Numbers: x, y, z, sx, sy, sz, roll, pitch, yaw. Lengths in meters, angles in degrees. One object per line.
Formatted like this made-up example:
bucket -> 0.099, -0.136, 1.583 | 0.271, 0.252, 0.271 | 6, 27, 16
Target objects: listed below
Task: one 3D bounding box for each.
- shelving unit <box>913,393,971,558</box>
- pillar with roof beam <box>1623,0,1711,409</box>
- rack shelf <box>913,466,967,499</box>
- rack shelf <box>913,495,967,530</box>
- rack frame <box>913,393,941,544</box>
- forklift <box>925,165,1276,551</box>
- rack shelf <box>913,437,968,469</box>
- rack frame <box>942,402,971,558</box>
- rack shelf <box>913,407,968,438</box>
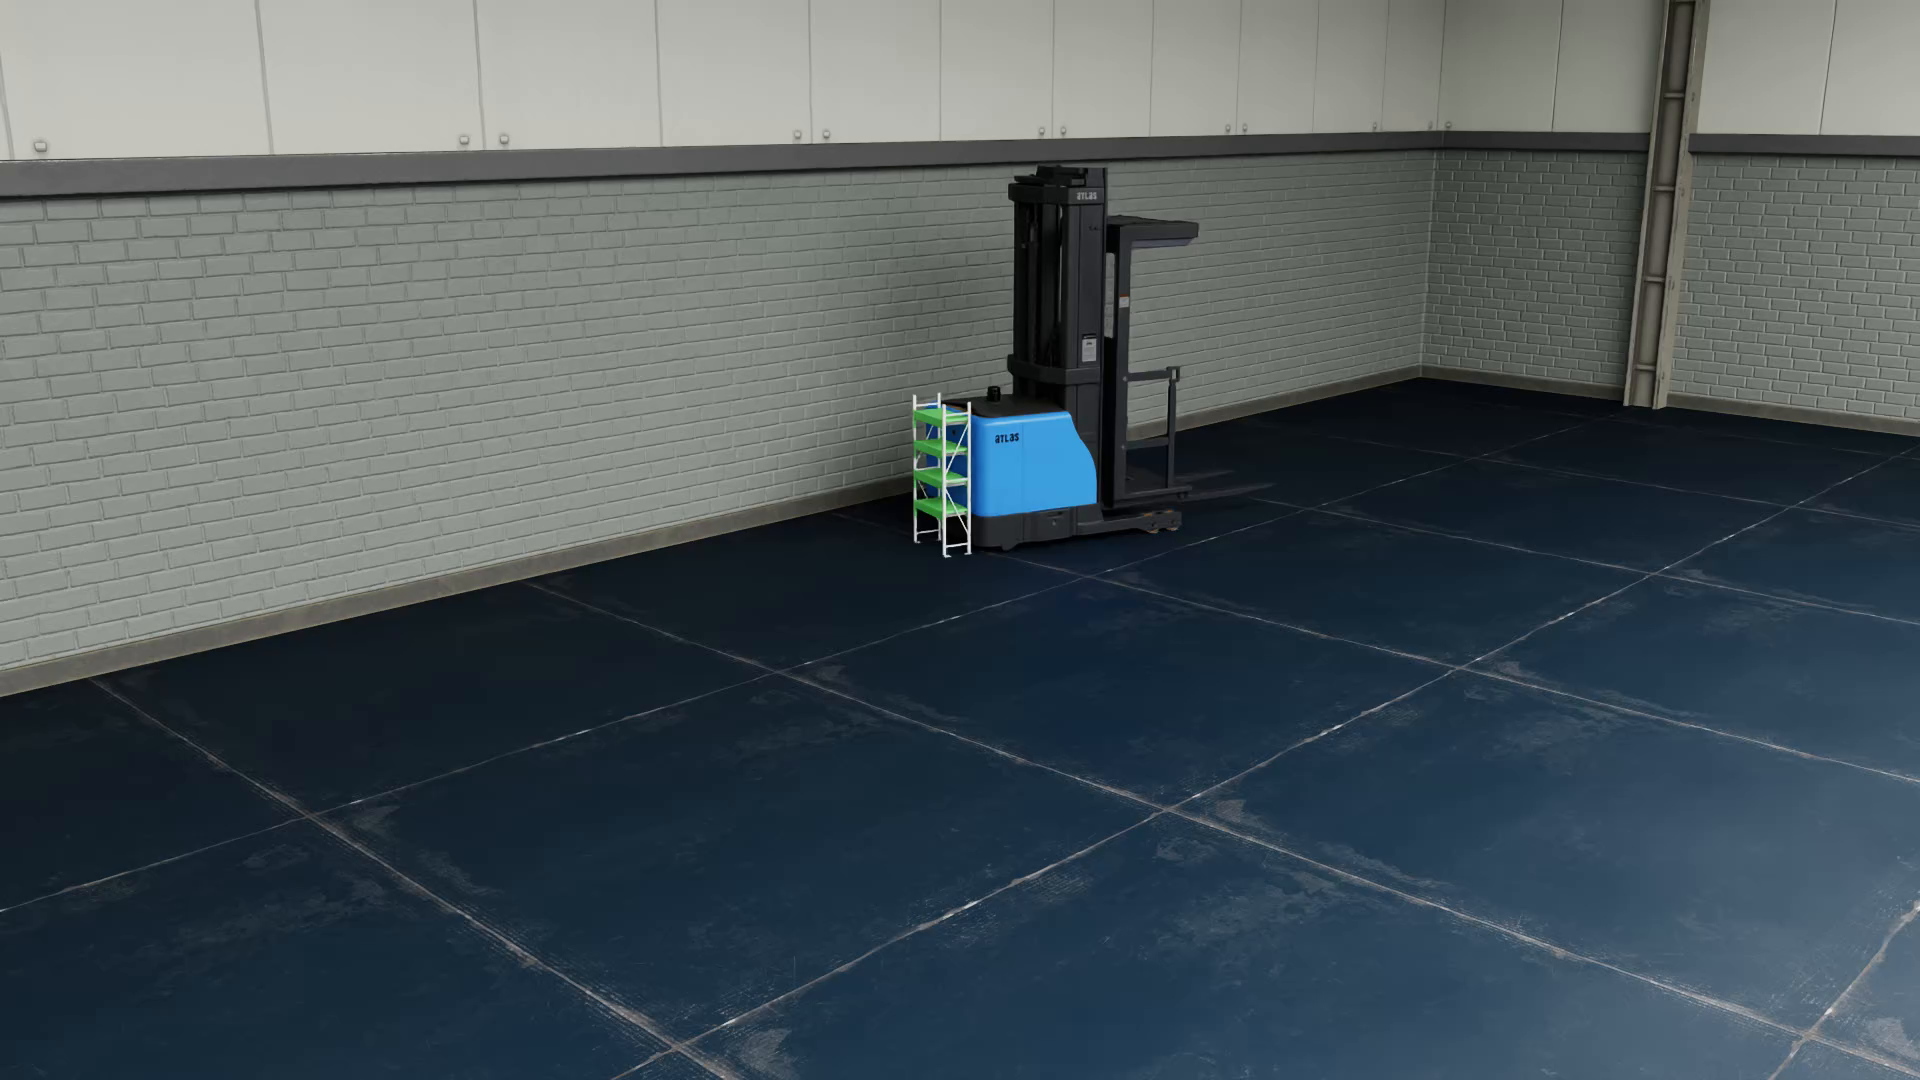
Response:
shelving unit -> -0.144, -0.513, 13.021 | 0.258, 1.200, 0.503 | -8, 17, -28
pillar with roof beam -> 5.032, -5.147, 15.339 | 0.400, 9.000, 9.100 | 14, 20, 42
rack shelf -> -0.144, -0.451, 13.037 | 0.258, 0.148, 0.480 | -8, 17, -28
rack shelf -> -0.144, -0.219, 13.098 | 0.258, 0.148, 0.480 | -8, 17, -28
rack frame -> -0.261, -0.567, 13.228 | 0.240, 1.200, 0.015 | -8, 17, -28
forklift -> 1.252, -1.579, 13.680 | 3.031, 2.935, 1.130 | -8, 16, -27
rack shelf -> -0.144, -0.683, 12.977 | 0.258, 0.148, 0.480 | -8, 17, -28
rack frame -> -0.026, -0.459, 12.814 | 0.240, 1.200, 0.015 | -8, 17, -28
rack shelf -> -0.144, -0.916, 12.916 | 0.258, 0.148, 0.480 | -8, 17, -28
